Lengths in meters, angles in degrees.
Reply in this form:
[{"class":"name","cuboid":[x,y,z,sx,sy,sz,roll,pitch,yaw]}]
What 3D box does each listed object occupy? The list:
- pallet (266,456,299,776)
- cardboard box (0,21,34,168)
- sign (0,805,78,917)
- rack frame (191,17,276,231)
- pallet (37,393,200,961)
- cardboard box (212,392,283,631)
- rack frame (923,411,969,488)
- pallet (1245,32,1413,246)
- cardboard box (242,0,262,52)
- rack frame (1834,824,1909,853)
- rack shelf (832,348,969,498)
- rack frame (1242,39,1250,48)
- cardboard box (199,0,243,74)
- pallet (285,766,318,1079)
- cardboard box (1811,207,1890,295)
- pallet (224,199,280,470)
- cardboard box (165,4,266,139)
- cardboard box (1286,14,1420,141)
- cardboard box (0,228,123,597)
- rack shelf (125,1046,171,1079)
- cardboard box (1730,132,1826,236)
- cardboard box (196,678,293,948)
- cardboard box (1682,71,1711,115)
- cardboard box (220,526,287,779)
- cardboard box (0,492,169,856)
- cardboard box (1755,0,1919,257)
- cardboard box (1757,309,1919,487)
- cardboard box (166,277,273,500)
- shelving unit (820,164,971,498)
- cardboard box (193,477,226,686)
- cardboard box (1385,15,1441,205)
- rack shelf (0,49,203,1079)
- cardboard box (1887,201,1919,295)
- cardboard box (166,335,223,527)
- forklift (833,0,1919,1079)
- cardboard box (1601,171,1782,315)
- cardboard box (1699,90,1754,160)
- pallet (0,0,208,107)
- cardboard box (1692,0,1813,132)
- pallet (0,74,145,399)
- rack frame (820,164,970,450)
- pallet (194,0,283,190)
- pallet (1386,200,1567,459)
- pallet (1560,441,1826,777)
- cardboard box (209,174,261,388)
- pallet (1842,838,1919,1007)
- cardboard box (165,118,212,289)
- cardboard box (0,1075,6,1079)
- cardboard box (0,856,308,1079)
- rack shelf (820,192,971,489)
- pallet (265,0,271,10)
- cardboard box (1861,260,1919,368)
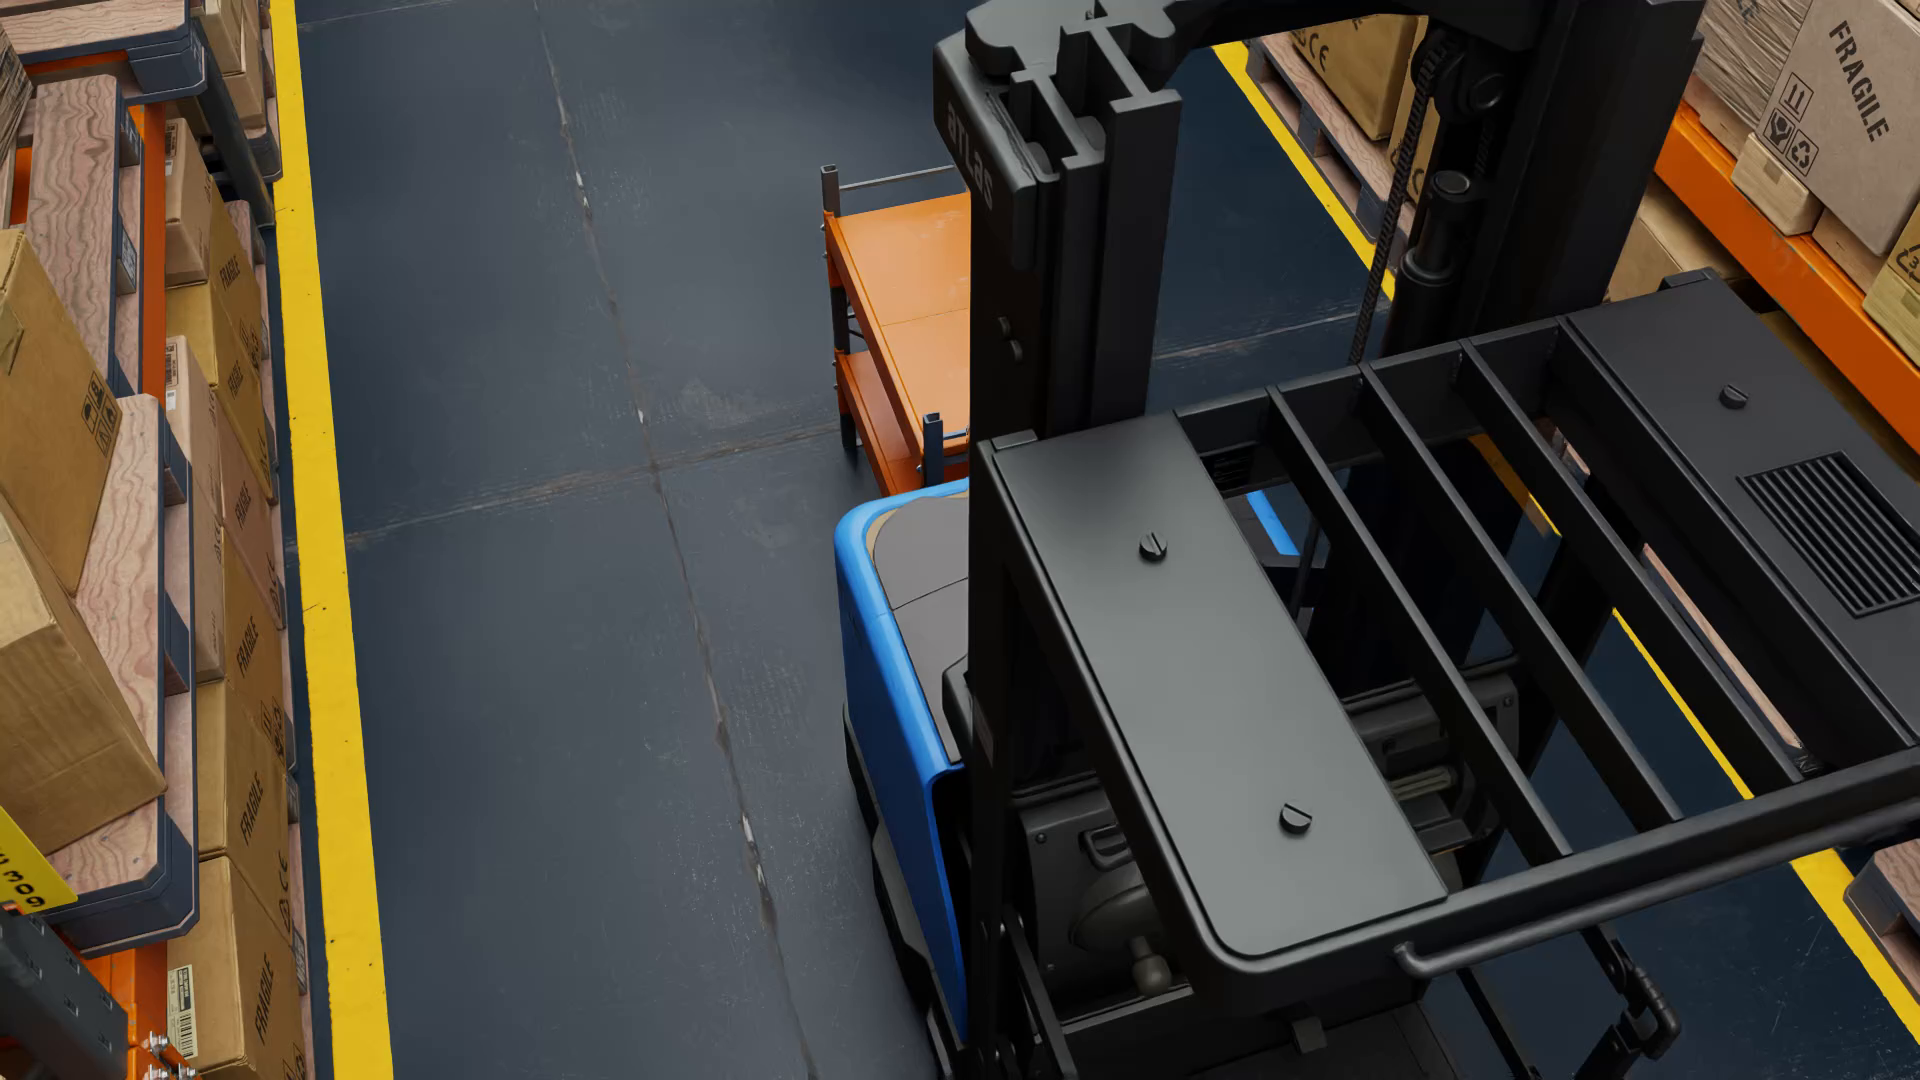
[{"class":"pallet","cuboid":[-2.520,0.271,4.883,1.003,0.211,1.213,-13,51,-11]},{"class":"cardboard box","cuboid":[-2.680,-1.093,3.869,0.700,0.500,0.500,-5,50,-4]},{"class":"sign","cuboid":[-1.363,0.443,2.348,0.100,0.325,0.005,-13,51,-11]},{"class":"rack frame","cuboid":[-3.062,-2.071,5.034,1.000,3.000,0.127,-13,51,-11]},{"class":"pallet","cuboid":[-2.011,0.304,3.157,1.003,0.211,1.213,-13,51,-11]},{"class":"cardboard box","cuboid":[-2.248,-0.017,4.650,0.500,0.500,0.500,-15,52,-12]},{"class":"rack frame","cuboid":[0.152,0.014,4.503,0.500,1.125,0.032,-13,51,-11]},{"class":"pallet","cuboid":[1.830,-1.702,6.547,1.003,0.211,1.213,-13,51,-11]},{"class":"cardboard box","cuboid":[-3.086,-2.136,6.613,0.500,0.250,0.500,-15,51,-12]},{"class":"rack frame","cuboid":[2.852,-0.272,3.518,1.000,3.000,0.127,-13,51,-11]},{"class":"rack shelf","cuboid":[0.002,-0.200,5.003,0.538,0.278,1.000,-13,51,-11]},{"class":"rack frame","cuboid":[1.669,-3.194,5.981,1.000,3.000,0.127,-13,51,-11]},{"class":"cardboard box","cuboid":[-2.937,-1.950,6.089,0.500,0.311,0.500,-12,51,-10]},{"class":"pallet","cuboid":[-2.156,1.164,4.131,1.003,0.211,1.213,-13,51,-11]},{"class":"cardboard box","cuboid":[2.351,-0.759,4.079,0.380,0.149,0.250,-12,51,-10]},{"class":"pallet","cuboid":[-2.878,-0.618,5.633,1.003,0.211,1.213,-13,51,-11]},{"class":"cardboard box","cuboid":[-2.937,-1.769,6.303,0.500,0.250,0.500,-13,51,-11]},{"class":"cardboard box","cuboid":[1.761,-2.069,6.164,0.750,0.750,0.750,-14,51,-11]},{"class":"cardboard box","cuboid":[-2.070,-0.202,3.118,0.700,0.500,0.500,-6,50,-5]},{"class":"rack shelf","cuboid":[-1.288,2.543,1.615,1.077,0.370,4.000,-13,51,-11]},{"class":"cardboard box","cuboid":[2.216,-0.939,4.231,0.380,0.149,0.250,-13,51,-11]},{"class":"cardboard box","cuboid":[-1.958,0.719,4.029,0.500,0.500,0.500,-13,51,-10]},{"class":"cardboard box","cuboid":[2.147,-1.318,4.551,0.380,0.149,0.250,-15,51,-12]},{"class":"cardboard box","cuboid":[-2.099,0.352,4.338,0.500,0.500,0.500,-13,51,-11]},{"class":"cardboard box","cuboid":[-1.806,0.286,2.707,0.700,0.500,0.500,-30,56,-23]},{"class":"cardboard box","cuboid":[2.314,-1.057,3.906,0.500,0.500,0.500,-13,51,-11]},{"class":"cardboard box","cuboid":[2.535,-0.160,4.554,0.750,0.750,0.750,-13,51,-11]},{"class":"cardboard box","cuboid":[-2.409,-0.399,4.972,0.500,0.500,0.500,-15,51,-12]},{"class":"shelving unit","cuboid":[0.002,-0.358,4.816,0.538,1.125,1.048,-13,51,-11]},{"class":"cardboard box","cuboid":[-2.085,0.134,4.032,0.500,0.250,0.500,-13,51,-11]},{"class":"cardboard box","cuboid":[2.014,-1.428,5.624,0.750,0.750,0.750,-14,51,-11]},{"class":"rack shelf","cuboid":[-2.471,-0.378,4.078,1.077,0.370,4.000,-13,51,-11]},{"class":"cardboard box","cuboid":[2.474,-0.687,3.594,0.500,0.500,0.500,-14,51,-12]},{"class":"cardboard box","cuboid":[-2.234,-0.232,4.341,0.500,0.250,0.500,-14,51,-12]},{"class":"forklift","cuboid":[0.630,0.632,2.801,1.130,2.935,3.031,-14,51,-12]},{"class":"cardboard box","cuboid":[2.270,-0.809,5.101,0.750,0.750,0.750,-12,51,-10]},{"class":"cardboard box","cuboid":[2.207,-1.132,4.394,0.380,0.149,0.250,-13,51,-11]},{"class":"pallet","cuboid":[-2.795,-1.530,4.703,1.213,0.211,1.003,-13,51,-11]},{"class":"cardboard box","cuboid":[2.174,-1.426,4.217,0.500,0.500,0.500,-13,51,-11]},{"class":"pallet","cuboid":[-2.483,-0.590,3.911,1.003,0.211,1.213,-13,51,-11]},{"class":"rack frame","cuboid":[-0.148,-0.729,5.129,0.500,1.125,0.032,-13,51,-11]},{"class":"pallet","cuboid":[-3.268,-1.782,6.614,1.003,0.211,1.213,-13,51,-11]},{"class":"pallet","cuboid":[2.187,-0.813,5.797,1.003,0.211,1.213,-13,51,-11]},{"class":"pallet","cuboid":[2.552,0.080,5.045,1.003,0.211,1.213,-13,51,-11]},{"class":"cardboard box","cuboid":[-2.561,-0.777,5.290,0.500,0.500,0.500,-12,51,-10]},{"class":"pallet","cuboid":[3.002,1.200,4.101,1.003,0.211,1.213,-13,51,-11]},{"class":"cardboard box","cuboid":[-2.541,-0.979,4.970,0.500,0.250,0.500,-12,51,-10]},{"class":"cardboard box","cuboid":[-1.486,1.125,2.274,0.500,0.500,0.500,-13,51,-10]},{"class":"cardboard box","cuboid":[-1.790,1.106,3.703,0.500,0.500,0.500,-15,52,-13]},{"class":"rack shelf","cuboid":[0.002,-0.546,4.592,0.538,0.278,1.000,-13,51,-11]},{"class":"pallet","cuboid":[-3.626,-2.672,7.364,1.003,0.211,1.213,-13,51,-11]},{"class":"cardboard box","cuboid":[2.384,-0.560,3.911,0.380,0.149,0.250,-12,51,-10]}]
